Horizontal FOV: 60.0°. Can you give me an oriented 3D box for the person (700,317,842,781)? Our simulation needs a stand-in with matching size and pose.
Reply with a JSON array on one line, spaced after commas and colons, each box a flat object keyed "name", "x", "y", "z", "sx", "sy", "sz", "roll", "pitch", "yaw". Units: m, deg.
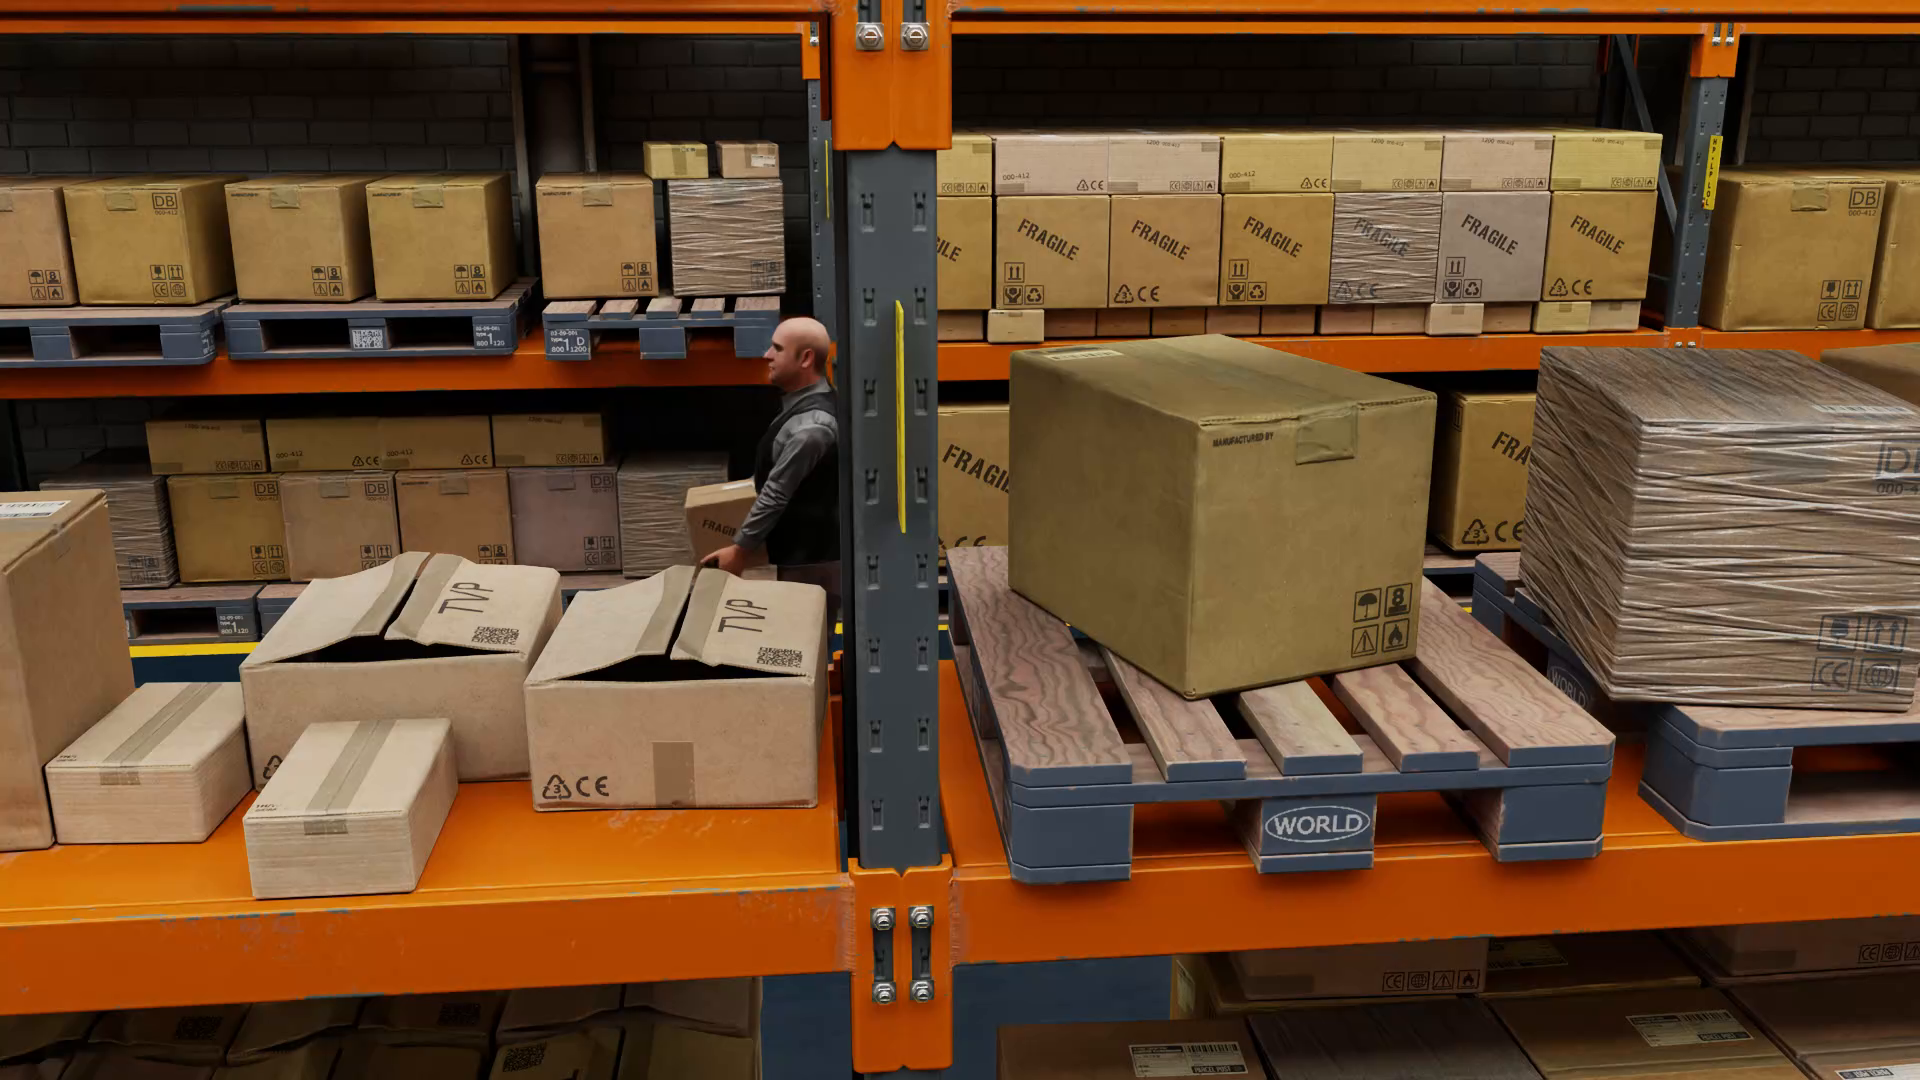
[{"name": "person", "x": -0.622, "y": 0.077, "z": 5.835, "sx": 0.560, "sy": 1.721, "sz": 0.495, "roll": -2, "pitch": 17, "yaw": -6}]
